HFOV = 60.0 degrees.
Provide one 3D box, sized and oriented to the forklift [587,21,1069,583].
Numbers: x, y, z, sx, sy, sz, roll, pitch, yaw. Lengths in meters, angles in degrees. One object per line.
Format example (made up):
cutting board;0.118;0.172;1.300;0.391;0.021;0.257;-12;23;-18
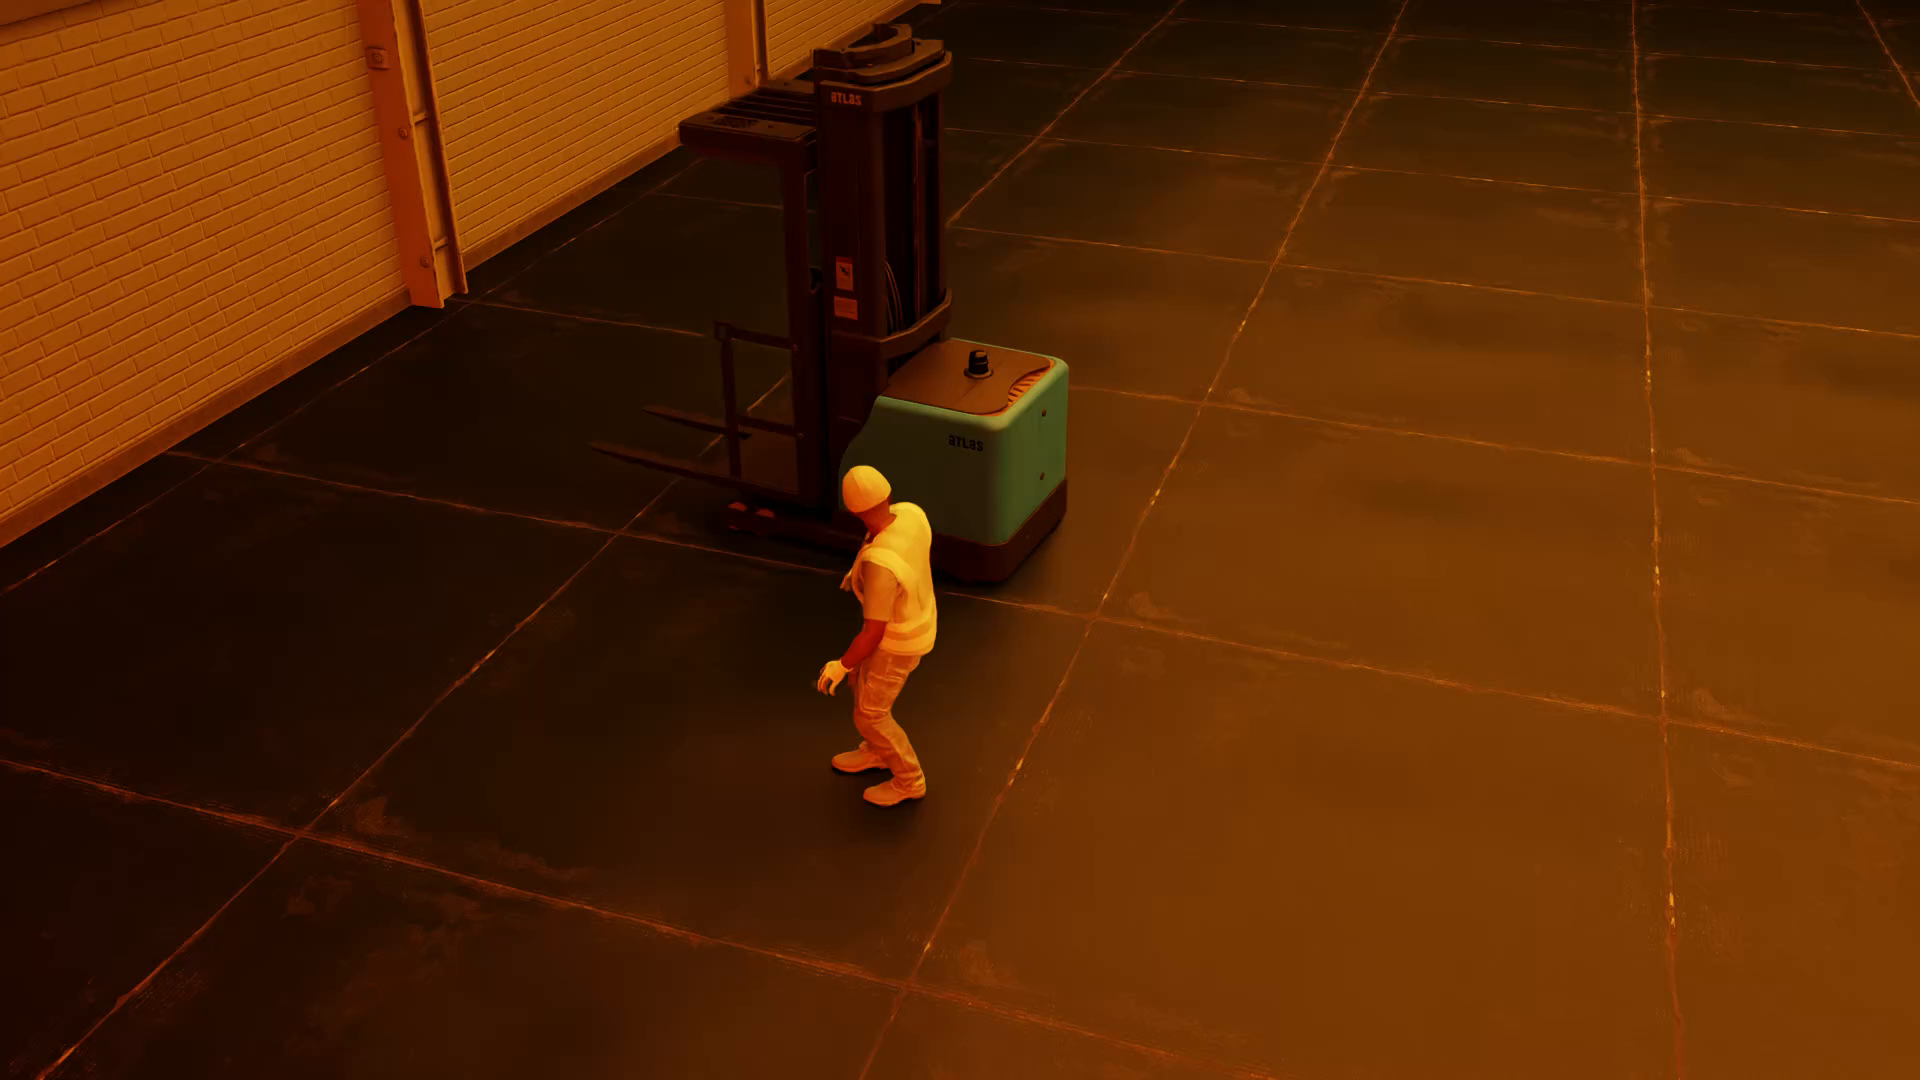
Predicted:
forklift;-0.901;-1.514;9.792;3.031;2.935;1.130;13;32;22

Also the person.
person;-0.375;0.437;7.604;0.527;1.728;0.786;2;30;4
